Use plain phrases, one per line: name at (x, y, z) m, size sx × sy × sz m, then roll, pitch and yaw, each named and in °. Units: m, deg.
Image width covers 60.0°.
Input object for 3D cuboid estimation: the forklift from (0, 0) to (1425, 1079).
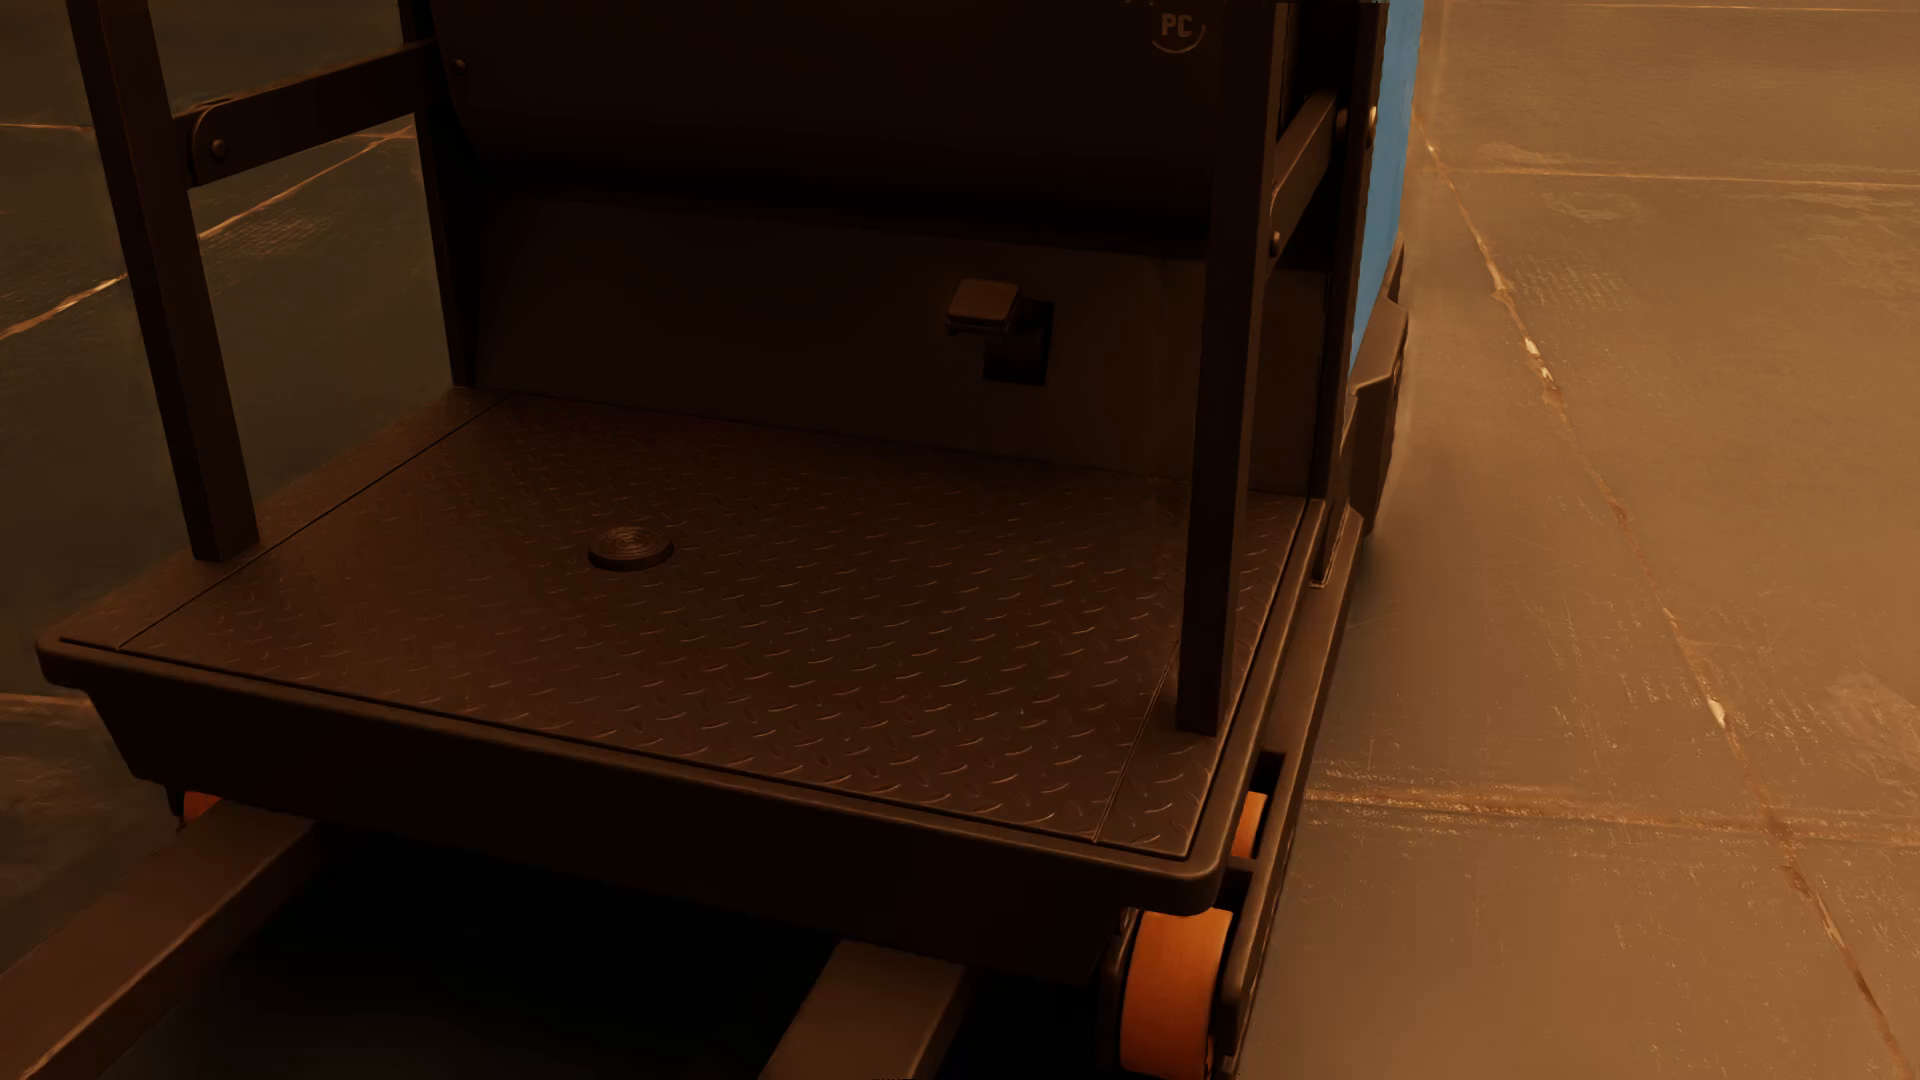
forklift at (-0.185, -1.021, 1.264) m, size 1.130 × 2.935 × 3.031 m, roll 8°, pitch 28°, yaw 16°
